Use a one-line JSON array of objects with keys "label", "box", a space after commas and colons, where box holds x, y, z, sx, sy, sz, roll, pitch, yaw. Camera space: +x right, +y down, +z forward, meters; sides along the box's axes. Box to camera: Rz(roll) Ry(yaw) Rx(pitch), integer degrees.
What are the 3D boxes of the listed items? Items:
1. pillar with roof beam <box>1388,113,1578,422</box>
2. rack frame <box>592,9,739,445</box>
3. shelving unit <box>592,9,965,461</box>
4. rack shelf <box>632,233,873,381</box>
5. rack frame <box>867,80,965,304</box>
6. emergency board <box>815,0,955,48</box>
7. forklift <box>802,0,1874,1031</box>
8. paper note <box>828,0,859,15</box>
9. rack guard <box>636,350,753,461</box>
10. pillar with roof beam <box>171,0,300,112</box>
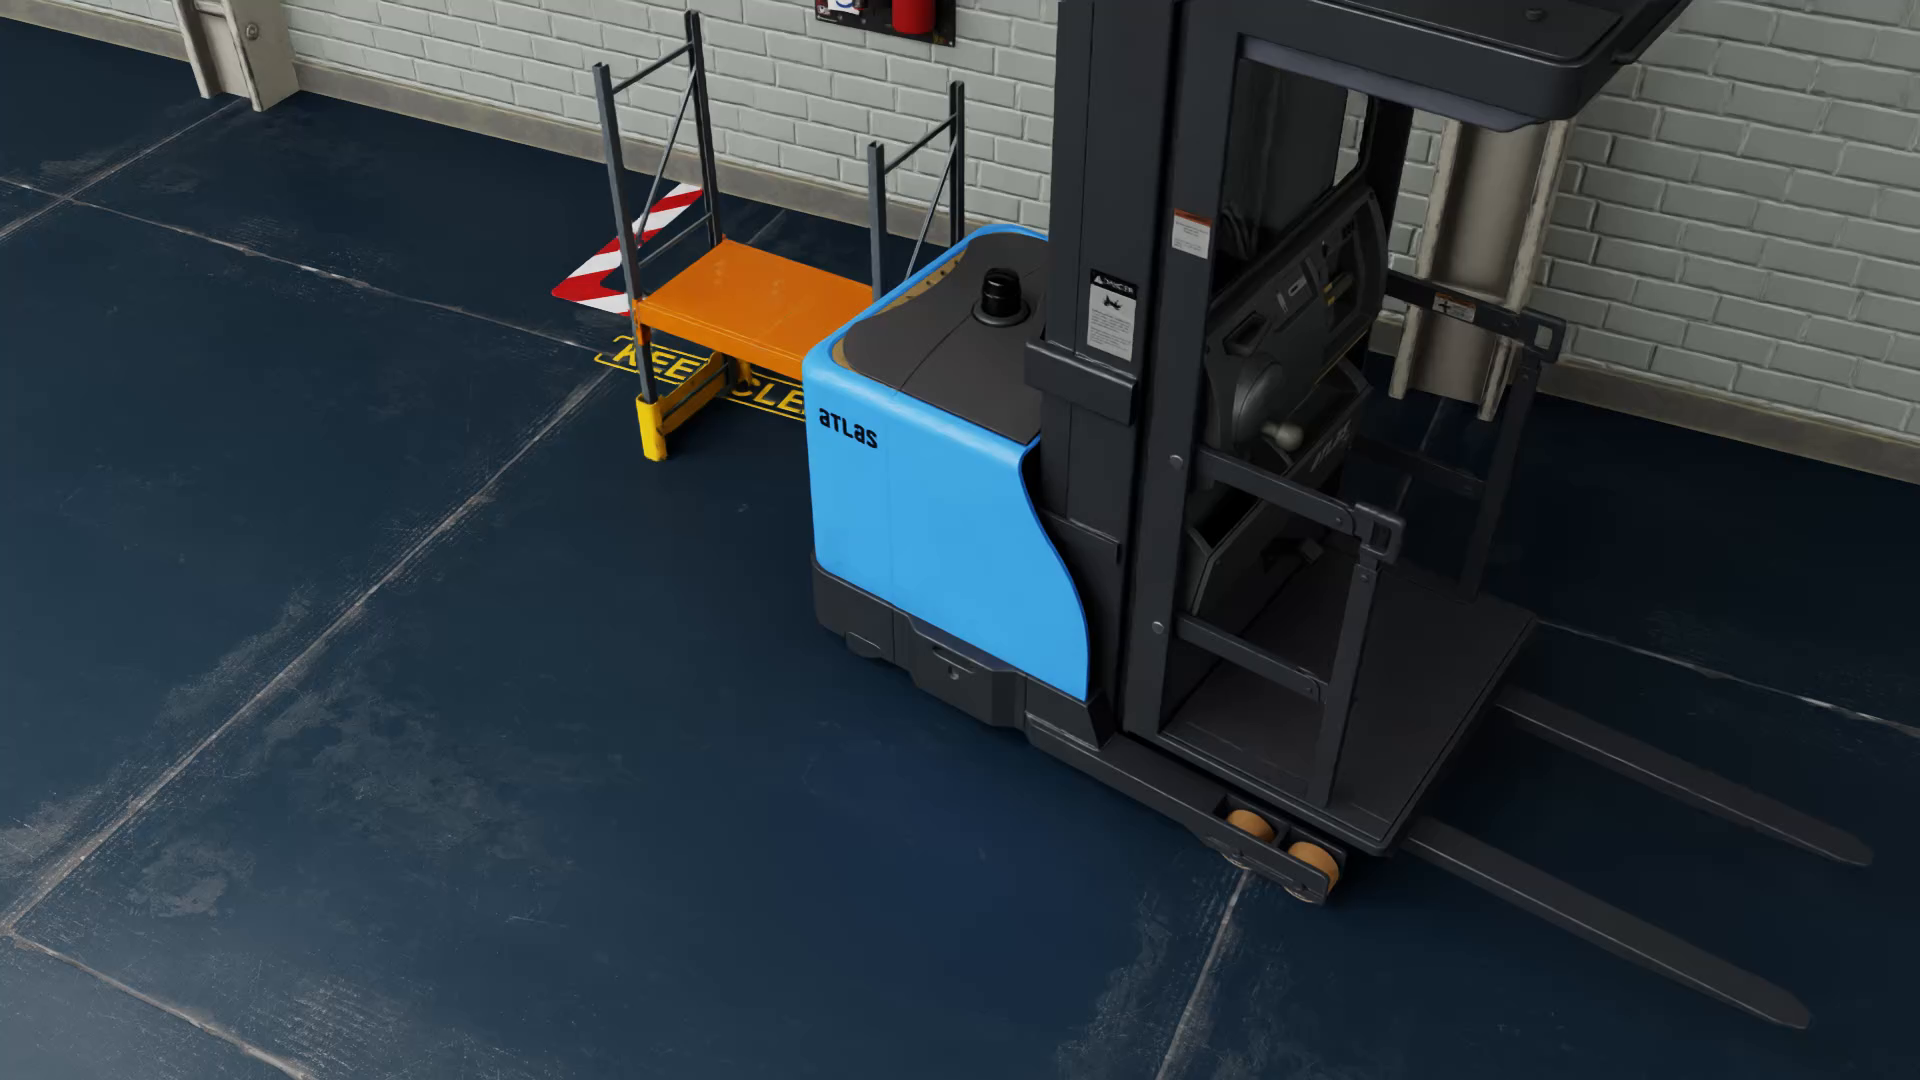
[{"label": "pillar with roof beam", "box": [0.067, -1.436, 0.536, 0.400, 9.000, 9.100, 17, 44, 19]}, {"label": "rack frame", "box": [-1.000, -1.036, 5.800, 0.032, 1.500, 0.500, 21, 45, 23]}, {"label": "shelving unit", "box": [-0.555, -0.862, 5.600, 1.083, 1.500, 0.587, 21, 45, 23]}, {"label": "rack shelf", "box": [-0.563, -0.729, 5.721, 1.000, 0.185, 0.538, 21, 45, 23]}, {"label": "rack frame", "box": [-0.126, -0.695, 5.407, 0.032, 1.500, 0.500, 21, 45, 23]}, {"label": "emergency board", "box": [-0.336, -2.431, 6.264, 0.643, 1.169, 0.194, 17, 44, 19]}, {"label": "forklift", "box": [1.023, -0.507, 4.098, 3.031, 2.935, 1.130, 25, 47, 26]}, {"label": "paper note", "box": [-0.467, -2.188, 6.657, 0.142, 0.148, 0.016, 17, 44, 19]}, {"label": "rack guard", "box": [-0.983, -0.557, 6.202, 0.087, 0.250, 0.587, 21, 45, 23]}, {"label": "pillar with roof beam", "box": [-5.370, -3.097, 2.453, 0.400, 9.000, 9.100, 17, 44, 19]}]
